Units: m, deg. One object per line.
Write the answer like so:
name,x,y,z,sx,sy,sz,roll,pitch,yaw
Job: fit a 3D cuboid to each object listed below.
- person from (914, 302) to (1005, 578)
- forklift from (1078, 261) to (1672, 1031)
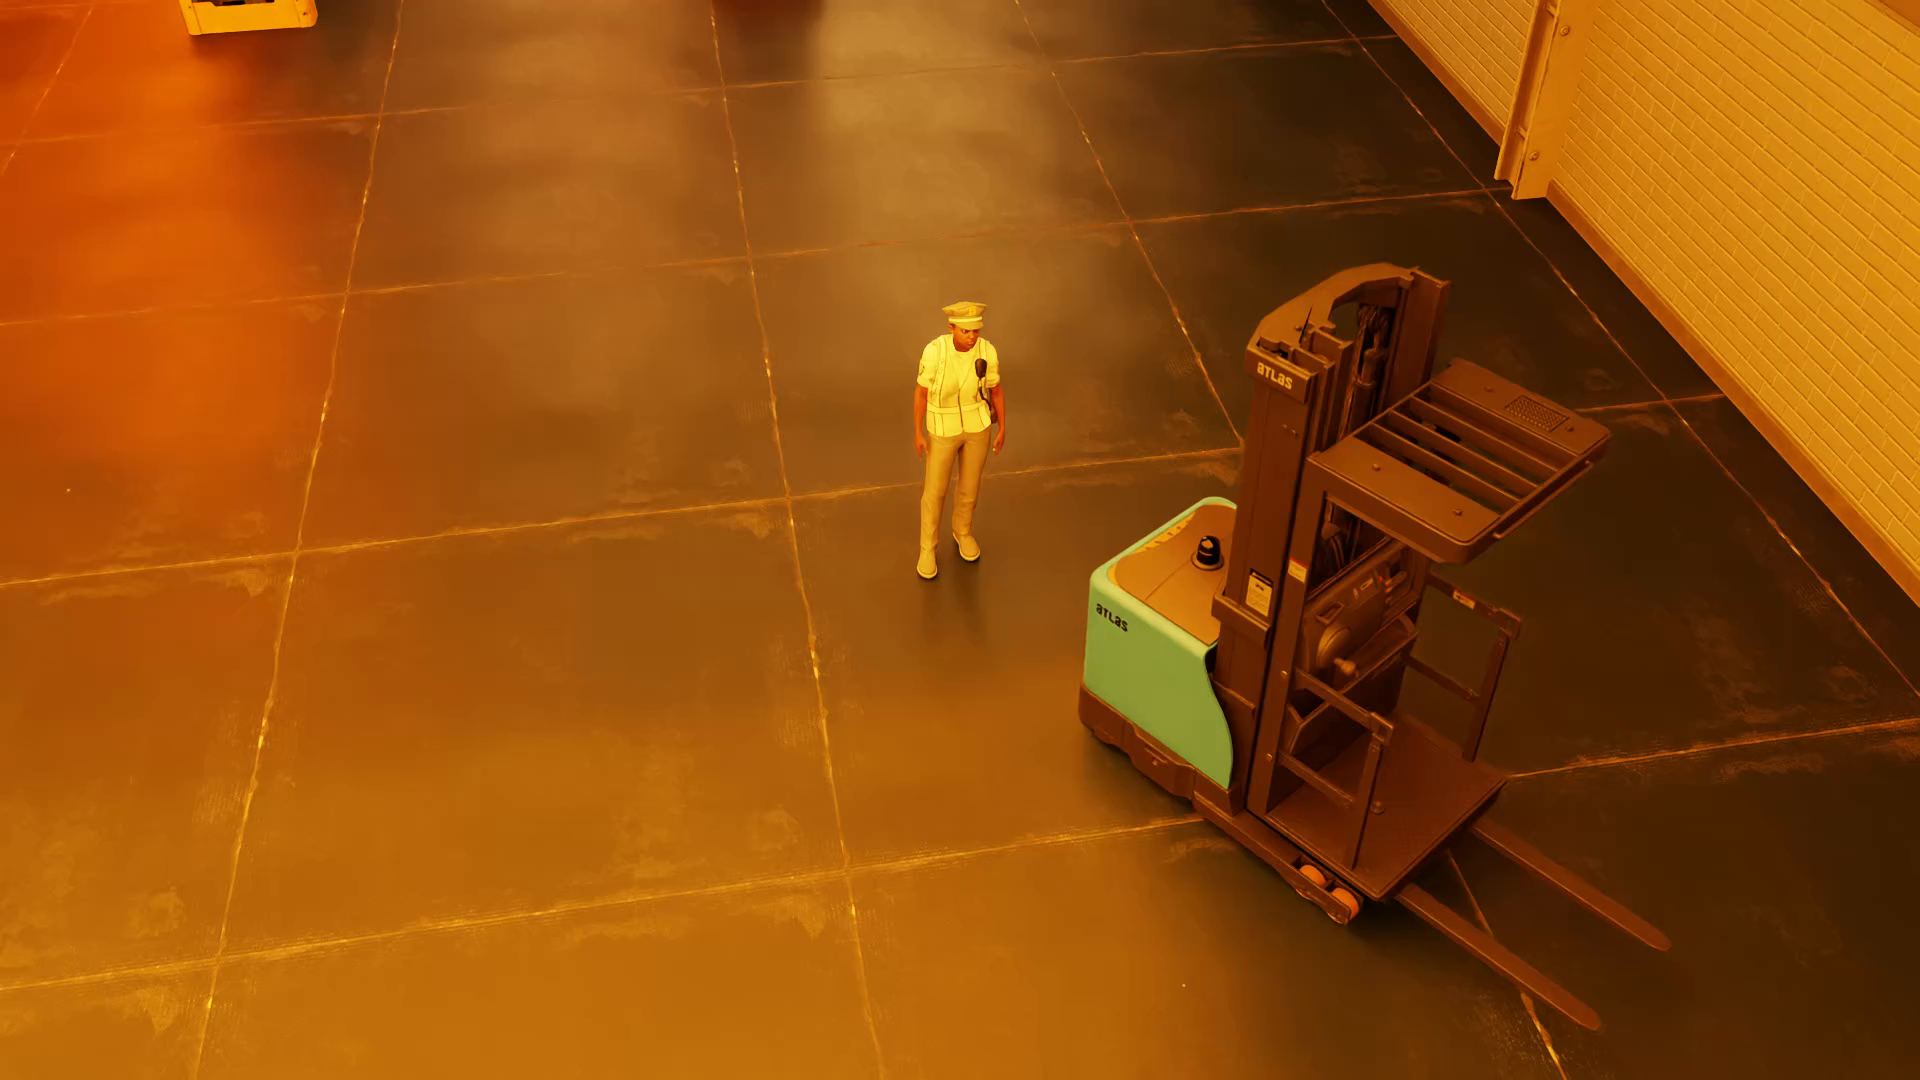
person,-0.007,-0.600,9.609,0.569,1.692,0.530,-7,41,-8
forklift,2.014,0.354,7.541,1.130,2.935,3.031,-31,49,-31
